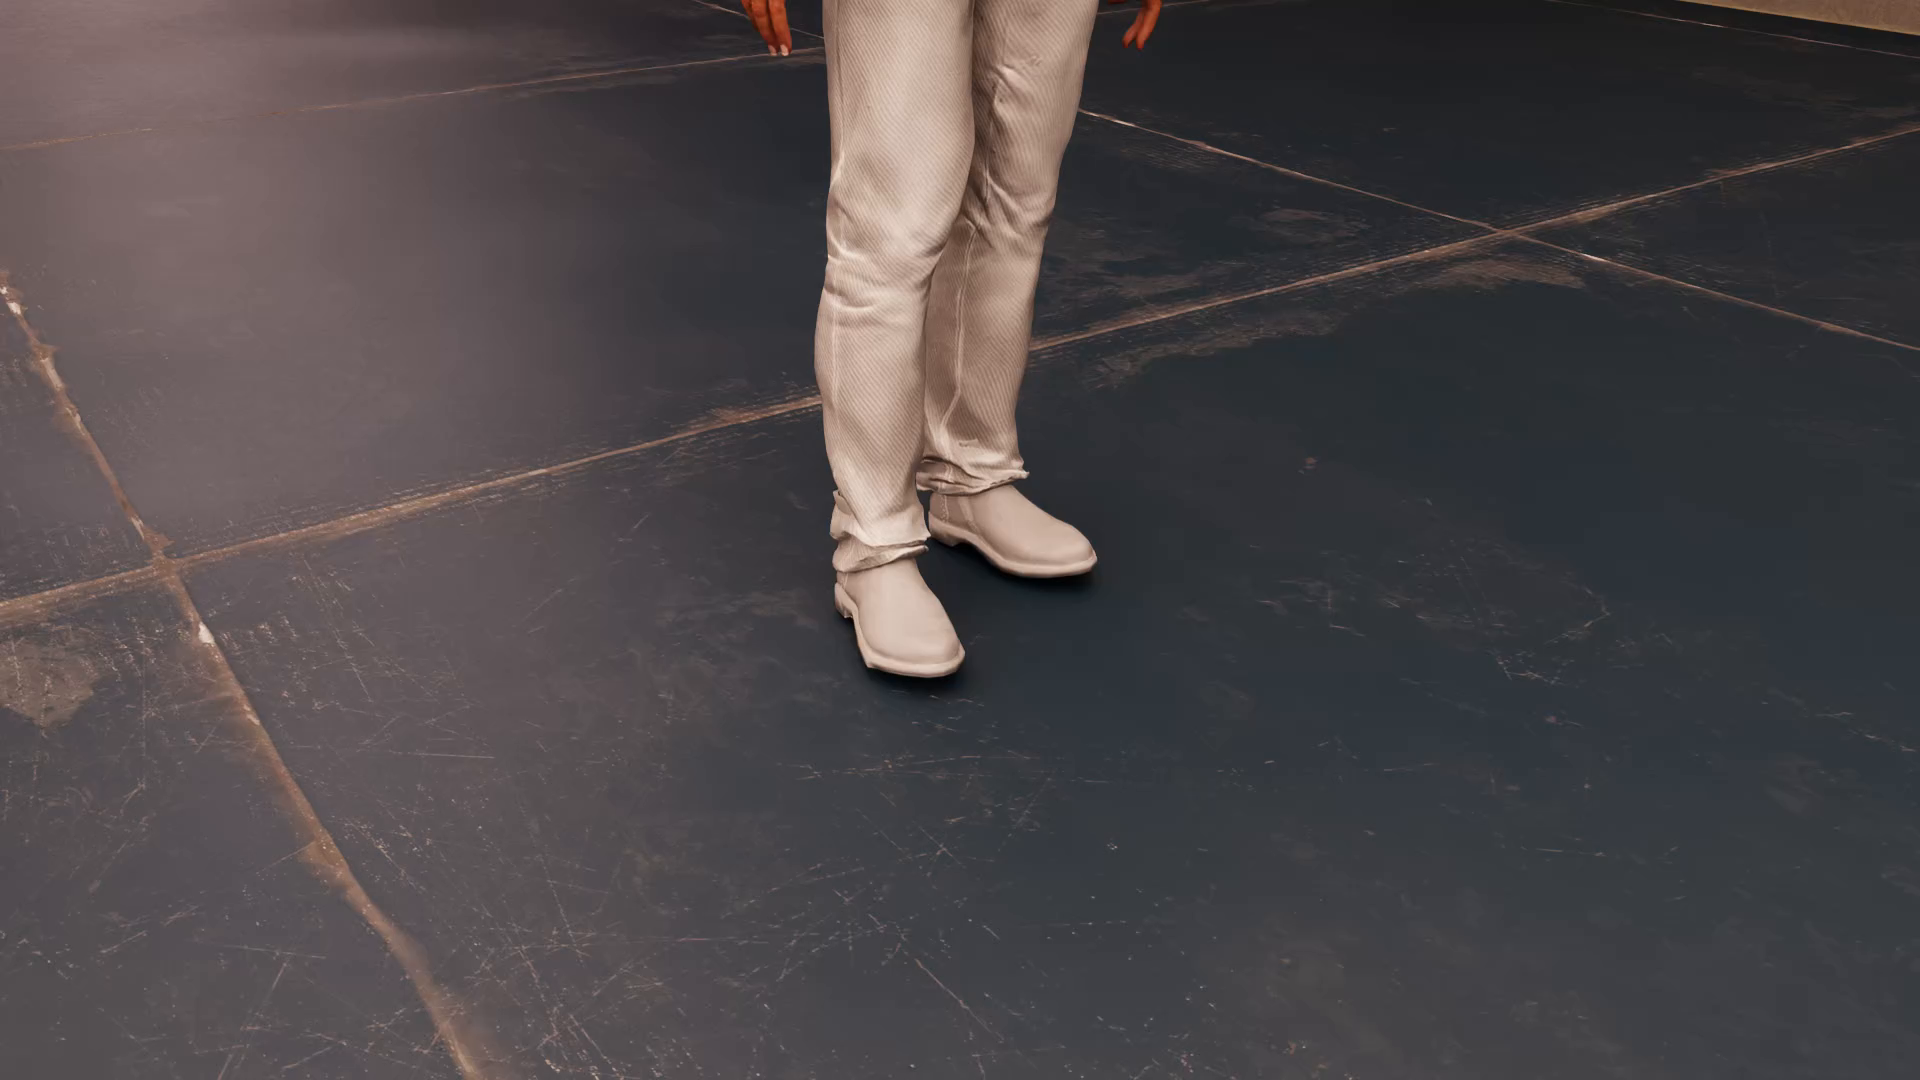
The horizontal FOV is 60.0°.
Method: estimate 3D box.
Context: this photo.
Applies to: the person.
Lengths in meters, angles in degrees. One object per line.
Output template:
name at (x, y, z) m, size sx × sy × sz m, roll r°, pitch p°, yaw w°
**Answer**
person at (0.035, -0.769, 2.047) m, size 0.666 × 1.765 × 0.577 m, roll -17°, pitch 31°, yaw -31°
